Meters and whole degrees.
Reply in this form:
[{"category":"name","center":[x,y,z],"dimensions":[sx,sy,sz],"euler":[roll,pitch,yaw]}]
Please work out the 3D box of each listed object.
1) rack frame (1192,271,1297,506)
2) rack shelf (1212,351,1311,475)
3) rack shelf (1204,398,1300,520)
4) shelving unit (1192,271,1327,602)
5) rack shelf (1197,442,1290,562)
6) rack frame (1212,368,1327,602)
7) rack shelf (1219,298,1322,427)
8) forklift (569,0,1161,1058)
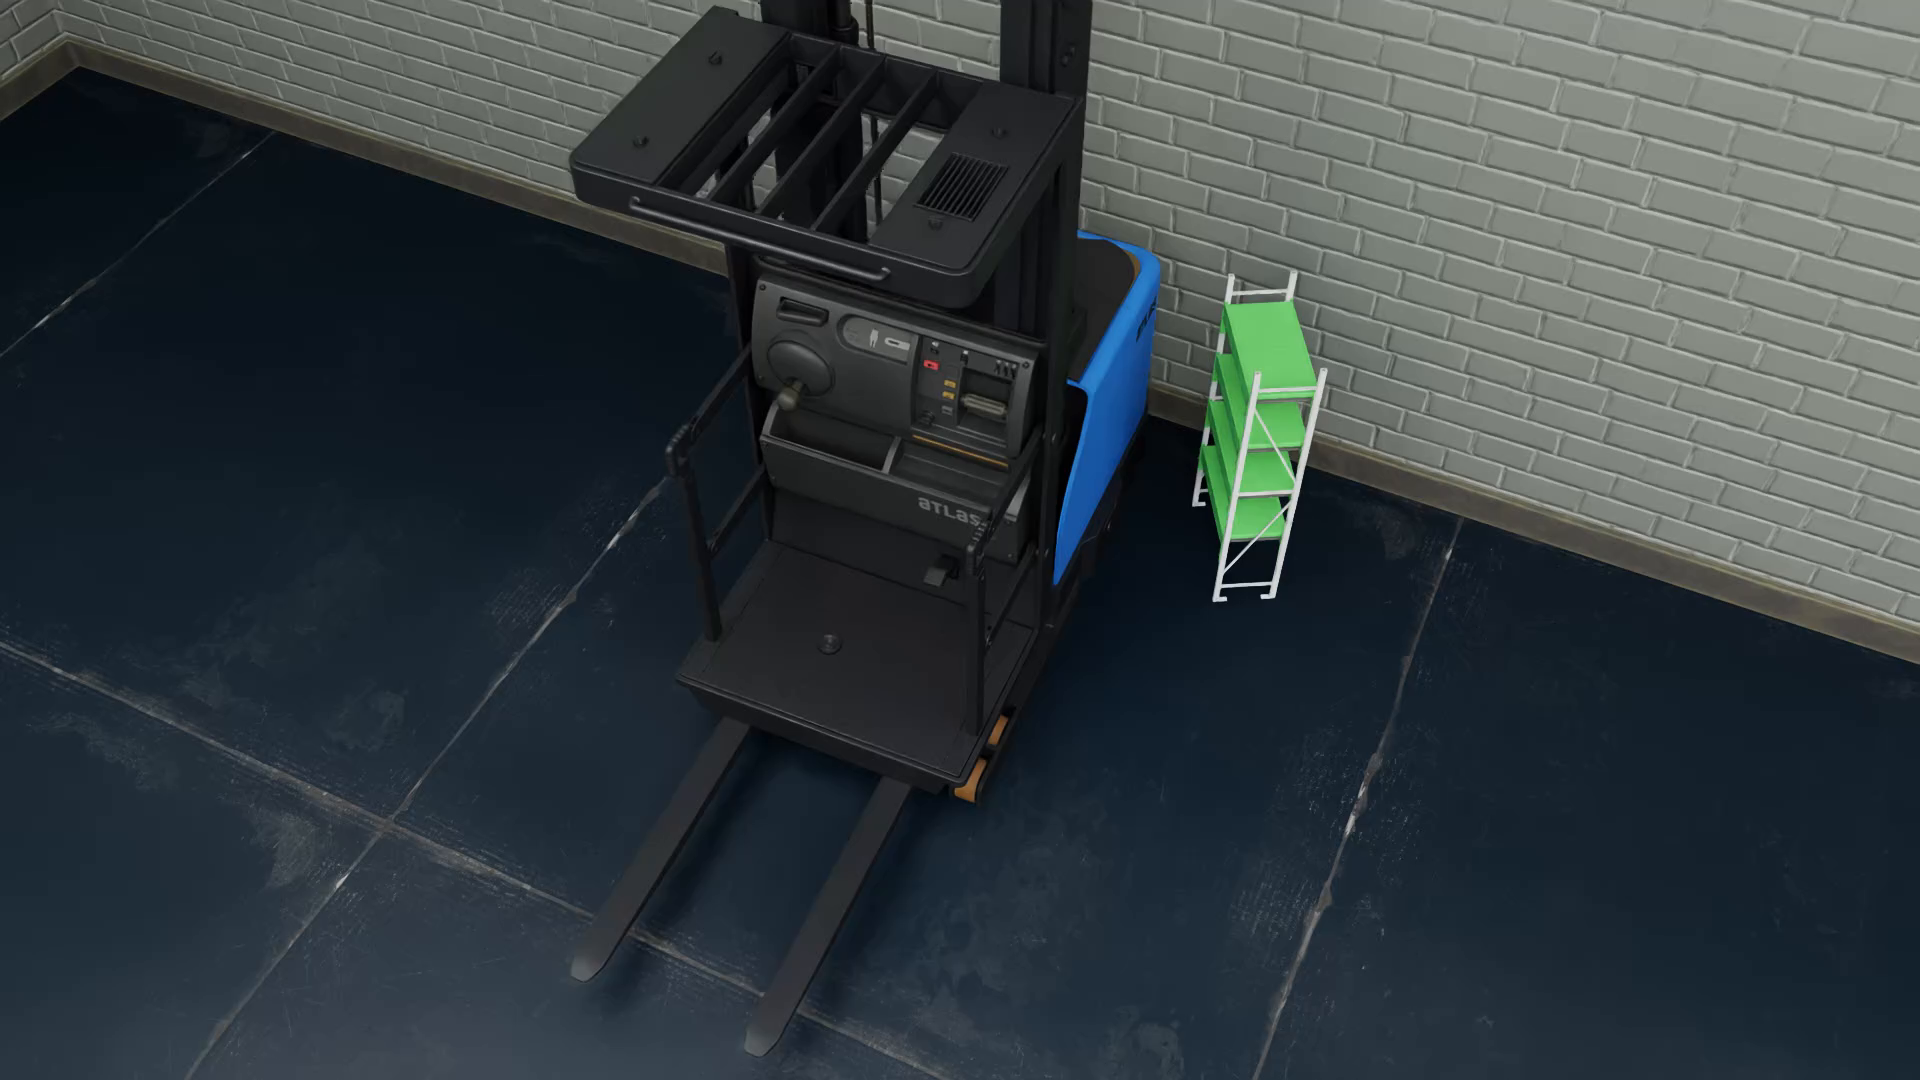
[{"category":"rack frame","center":[1.052,-0.536,6.233],"dimensions":[0.240,1.200,0.015],"euler":[-3,50,-3]},{"category":"rack shelf","center":[1.070,-0.465,5.942],"dimensions":[0.258,0.148,0.480],"euler":[-3,50,-3]},{"category":"rack shelf","center":[1.070,-0.309,6.124],"dimensions":[0.258,0.148,0.480],"euler":[-3,50,-3]},{"category":"shelving unit","center":[1.070,-0.351,6.076],"dimensions":[0.258,1.200,0.503],"euler":[-3,50,-3]},{"category":"rack shelf","center":[1.070,-0.154,6.307],"dimensions":[0.258,0.148,0.480],"euler":[-3,50,-3]},{"category":"rack frame","center":[1.087,-0.165,5.918],"dimensions":[0.240,1.200,0.015],"euler":[-3,50,-3]},{"category":"rack shelf","center":[1.070,-0.620,5.759],"dimensions":[0.258,0.148,0.480],"euler":[-3,50,-3]},{"category":"forklift","center":[-0.300,-0.419,4.997],"dimensions":[1.130,2.935,3.031],"euler":[18,52,15]}]
